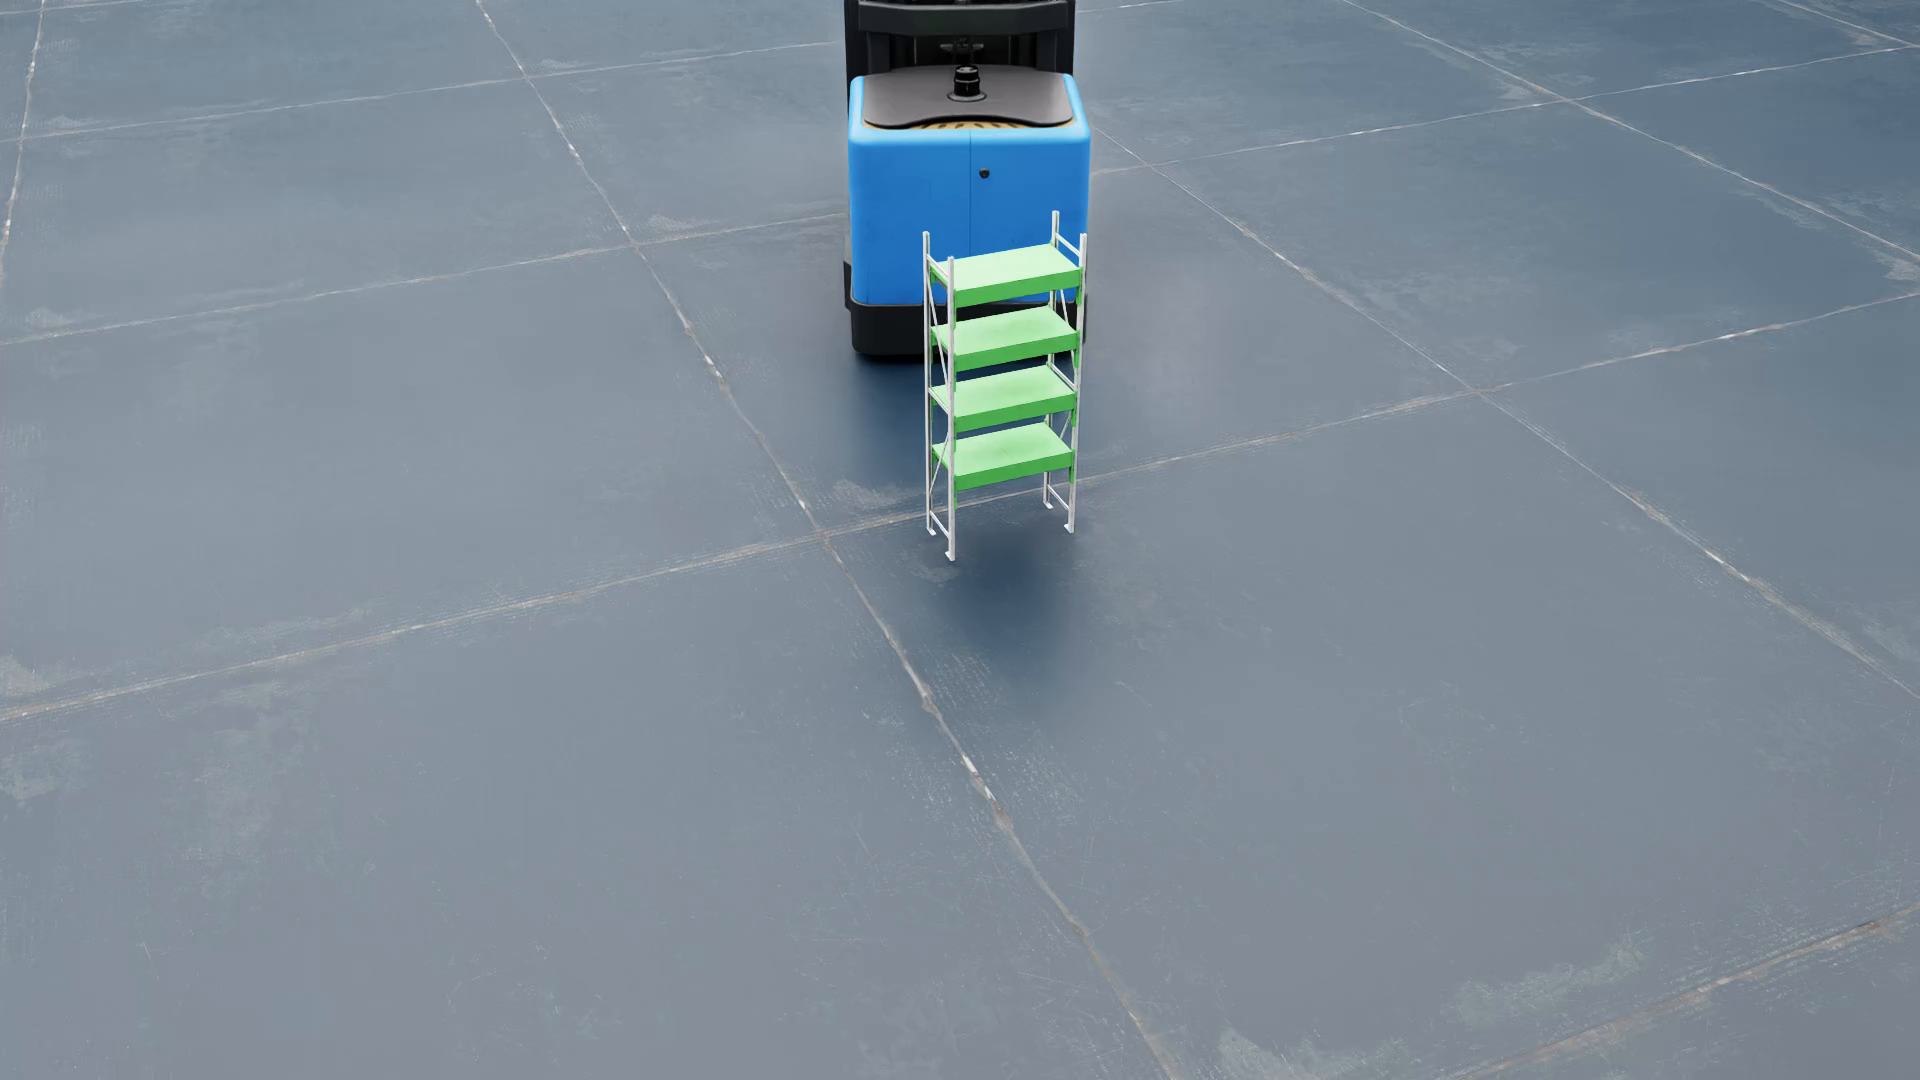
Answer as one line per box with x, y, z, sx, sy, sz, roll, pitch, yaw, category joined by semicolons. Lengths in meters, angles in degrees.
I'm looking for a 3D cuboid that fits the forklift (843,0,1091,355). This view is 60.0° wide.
-0.012;-2.822;7.900;1.130;2.935;3.031;-1;33;-2;forklift

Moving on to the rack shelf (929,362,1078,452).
0.153;-0.484;6.011;0.480;0.148;0.258;-13;35;-19;rack shelf

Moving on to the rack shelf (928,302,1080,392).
0.153;-0.685;5.880;0.480;0.148;0.258;-13;35;-19;rack shelf

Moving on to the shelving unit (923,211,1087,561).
0.153;-0.538;5.976;0.503;1.200;0.258;-13;35;-19;shelving unit

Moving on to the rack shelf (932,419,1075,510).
0.153;-0.283;6.142;0.480;0.148;0.258;-13;35;-19;rack shelf

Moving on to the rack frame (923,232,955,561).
-0.072;-0.486;5.897;0.015;1.200;0.240;-13;35;-19;rack frame

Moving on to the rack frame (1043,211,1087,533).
0.378;-0.589;6.056;0.015;1.200;0.240;-13;35;-19;rack frame

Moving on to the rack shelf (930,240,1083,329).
0.153;-0.887;5.750;0.480;0.148;0.258;-13;35;-19;rack shelf
